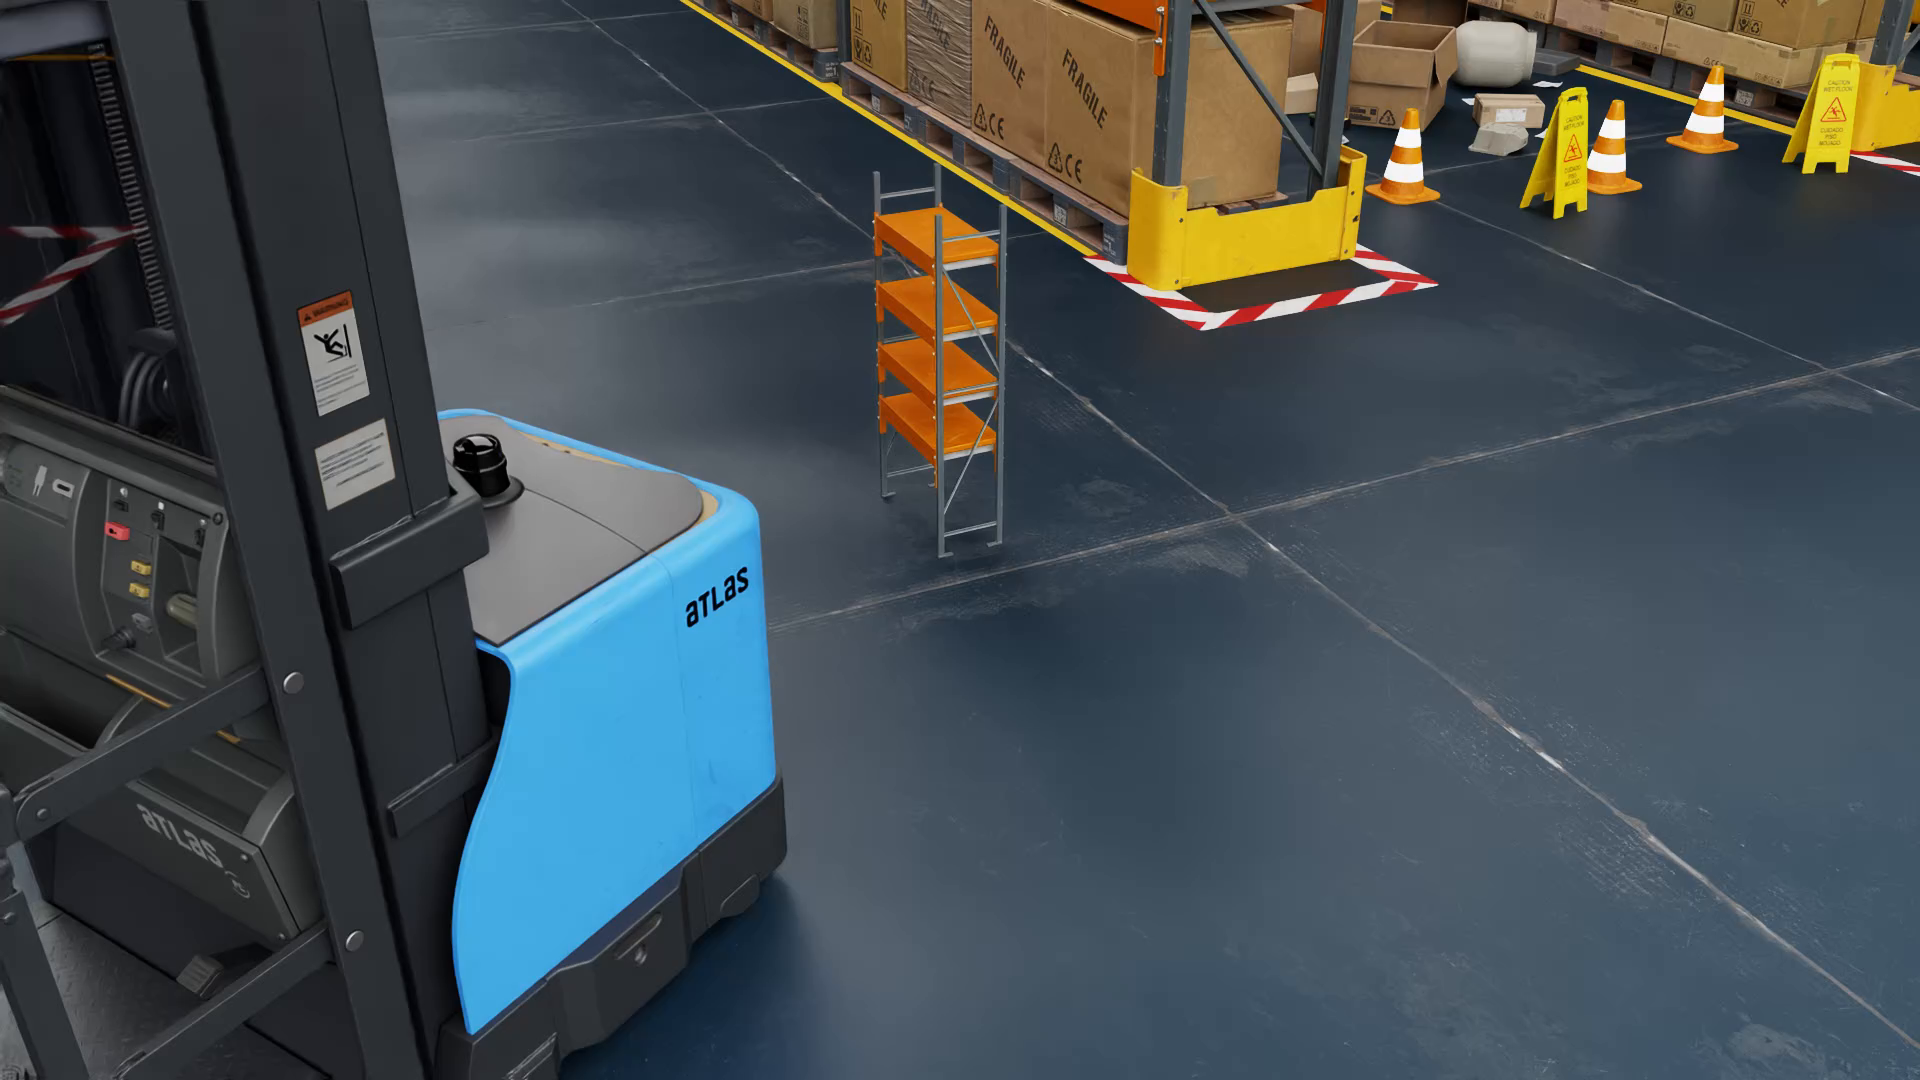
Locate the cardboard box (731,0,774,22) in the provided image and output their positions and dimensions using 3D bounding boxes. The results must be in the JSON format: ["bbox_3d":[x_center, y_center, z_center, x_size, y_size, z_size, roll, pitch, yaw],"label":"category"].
[{"bbox_3d":[-1.098,-4.331,12.278,1.050,0.750,0.750,-13,32,-22],"label":"cardboard box"}]

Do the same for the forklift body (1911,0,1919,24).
[{"bbox_3d":[7.825,-4.892,12.276,2.313,2.155,1.214,-13,32,-22],"label":"forklift body"}]

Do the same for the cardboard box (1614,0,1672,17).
[{"bbox_3d":[4.788,-3.828,11.126,0.500,0.500,0.500,-14,32,-23],"label":"cardboard box"}]

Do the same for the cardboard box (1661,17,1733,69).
[{"bbox_3d":[5.000,-3.279,10.913,0.500,0.250,0.500,-13,32,-22],"label":"cardboard box"}]

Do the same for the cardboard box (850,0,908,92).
[{"bbox_3d":[-0.133,-3.411,10.509,0.875,0.875,0.875,-13,32,-21],"label":"cardboard box"}]

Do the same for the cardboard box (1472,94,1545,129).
[{"bbox_3d":[3.418,-2.675,10.369,0.380,0.149,0.250,2,29,4],"label":"cardboard box"}]

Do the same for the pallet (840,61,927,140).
[{"bbox_3d":[-0.084,-2.878,10.667,1.003,0.211,1.213,-13,32,-22],"label":"pallet"}]

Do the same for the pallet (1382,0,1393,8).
[{"bbox_3d":[3.752,-4.658,13.842,1.003,0.211,1.213,-13,32,-22],"label":"pallet"}]

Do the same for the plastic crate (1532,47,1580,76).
[{"bbox_3d":[4.021,-3.392,11.717,0.583,0.080,0.402,26,38,38],"label":"plastic crate"}]

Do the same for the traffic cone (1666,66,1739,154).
[{"bbox_3d":[4.455,-2.577,9.872,0.336,0.463,0.334,-13,32,-22],"label":"traffic cone"}]

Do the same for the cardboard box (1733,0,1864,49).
[{"bbox_3d":[5.225,-3.374,10.316,0.500,0.500,0.500,-13,32,-22],"label":"cardboard box"}]

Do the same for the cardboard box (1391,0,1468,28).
[{"bbox_3d":[3.319,-3.683,11.804,0.500,0.500,0.500,7,30,13],"label":"cardboard box"}]

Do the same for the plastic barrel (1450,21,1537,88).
[{"bbox_3d":[3.551,-3.235,11.086,0.512,0.421,0.421,7,30,13],"label":"plastic barrel"}]

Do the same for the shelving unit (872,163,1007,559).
[{"bbox_3d":[-0.071,-0.596,5.587,0.258,1.200,0.503,-13,32,-22],"label":"shelving unit"}]

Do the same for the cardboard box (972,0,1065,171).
[{"bbox_3d":[0.647,-2.610,9.081,0.875,0.875,0.875,-14,32,-23],"label":"cardboard box"}]

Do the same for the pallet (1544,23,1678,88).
[{"bbox_3d":[4.936,-3.486,11.751,1.003,0.211,1.213,-13,32,-22],"label":"pallet"}]

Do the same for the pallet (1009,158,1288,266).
[{"bbox_3d":[0.964,-1.801,8.745,1.003,0.211,1.213,-13,32,-22],"label":"pallet"}]

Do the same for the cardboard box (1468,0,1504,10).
[{"bbox_3d":[4.097,-4.198,12.551,0.500,0.250,0.500,-15,32,-24],"label":"cardboard box"}]

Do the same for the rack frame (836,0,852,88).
[{"bbox_3d":[-0.340,-4.447,10.614,1.000,3.000,0.127,-13,32,-22],"label":"rack frame"}]

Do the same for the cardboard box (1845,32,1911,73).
[{"bbox_3d":[5.708,-3.162,10.705,0.500,0.250,0.500,-13,32,-22],"label":"cardboard box"}]

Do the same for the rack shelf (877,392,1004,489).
[{"bbox_3d":[-0.071,-0.365,5.717,0.258,0.148,0.480,-13,32,-22],"label":"rack shelf"}]

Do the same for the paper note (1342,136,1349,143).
[{"bbox_3d":[2.256,-2.415,10.027,0.144,0.017,0.142,-3,29,-5],"label":"paper note"}]

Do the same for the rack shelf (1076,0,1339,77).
[{"bbox_3d":[0.519,-3.250,9.214,1.077,0.370,4.000,-13,32,-22],"label":"rack shelf"}]

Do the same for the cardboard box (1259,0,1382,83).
[{"bbox_3d":[2.355,-3.390,11.142,0.797,0.637,0.503,-13,32,-22],"label":"cardboard box"}]

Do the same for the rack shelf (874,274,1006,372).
[{"bbox_3d":[-0.071,-0.733,5.510,0.258,0.148,0.480,-13,32,-22],"label":"rack shelf"}]

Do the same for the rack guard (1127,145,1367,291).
[{"bbox_3d":[1.388,-1.579,8.055,1.175,0.500,0.348,-13,32,-22],"label":"rack guard"}]

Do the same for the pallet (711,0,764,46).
[{"bbox_3d":[-1.267,-4.095,12.838,1.003,0.211,1.213,-13,32,-22],"label":"pallet"}]

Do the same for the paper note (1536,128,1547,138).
[{"bbox_3d":[3.601,-2.469,10.121,0.142,0.019,0.148,26,38,38],"label":"paper note"}]

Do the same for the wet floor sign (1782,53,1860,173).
[{"bbox_3d":[4.920,-2.429,9.421,0.267,0.644,0.232,-3,29,-5],"label":"wet floor sign"}]

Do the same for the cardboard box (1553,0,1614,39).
[{"bbox_3d":[4.567,-3.730,11.717,0.500,0.250,0.500,-14,32,-23],"label":"cardboard box"}]

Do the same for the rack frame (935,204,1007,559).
[{"bbox_3d":[0.034,-0.489,5.395,0.240,1.200,0.015,-13,32,-22],"label":"rack frame"}]

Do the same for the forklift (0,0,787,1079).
[{"bbox_3d":[-1.654,0.041,2.681,1.130,2.935,3.031,17,34,28],"label":"forklift"}]
